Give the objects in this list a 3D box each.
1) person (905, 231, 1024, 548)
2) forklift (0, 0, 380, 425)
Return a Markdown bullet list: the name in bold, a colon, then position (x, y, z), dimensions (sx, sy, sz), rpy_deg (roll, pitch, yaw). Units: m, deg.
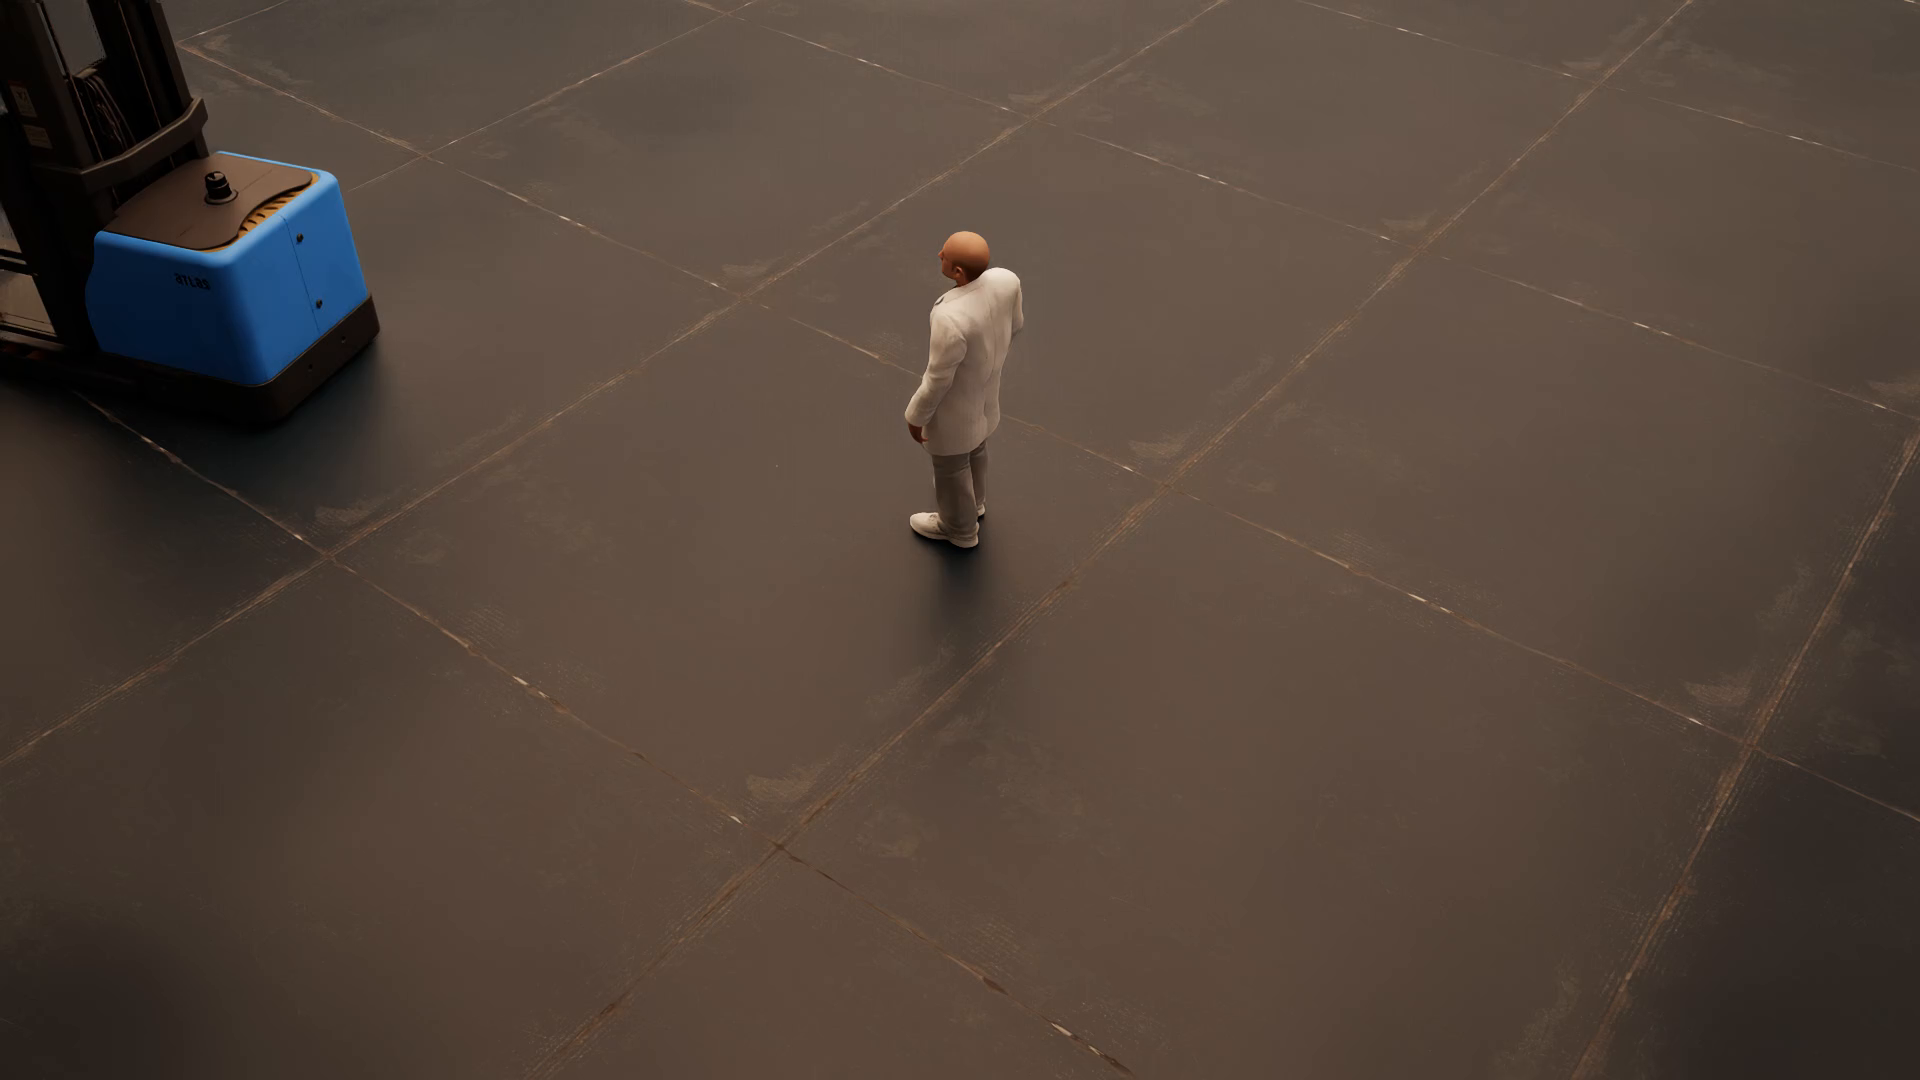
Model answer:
- **person**: position (-0.069, -0.720, 7.796), dimensions (0.581, 1.776, 0.696), rpy_deg (26, 47, 28)
- **forklift**: position (-4.937, -2.325, 8.801), dimensions (3.031, 2.935, 1.130), rpy_deg (13, 42, 15)
